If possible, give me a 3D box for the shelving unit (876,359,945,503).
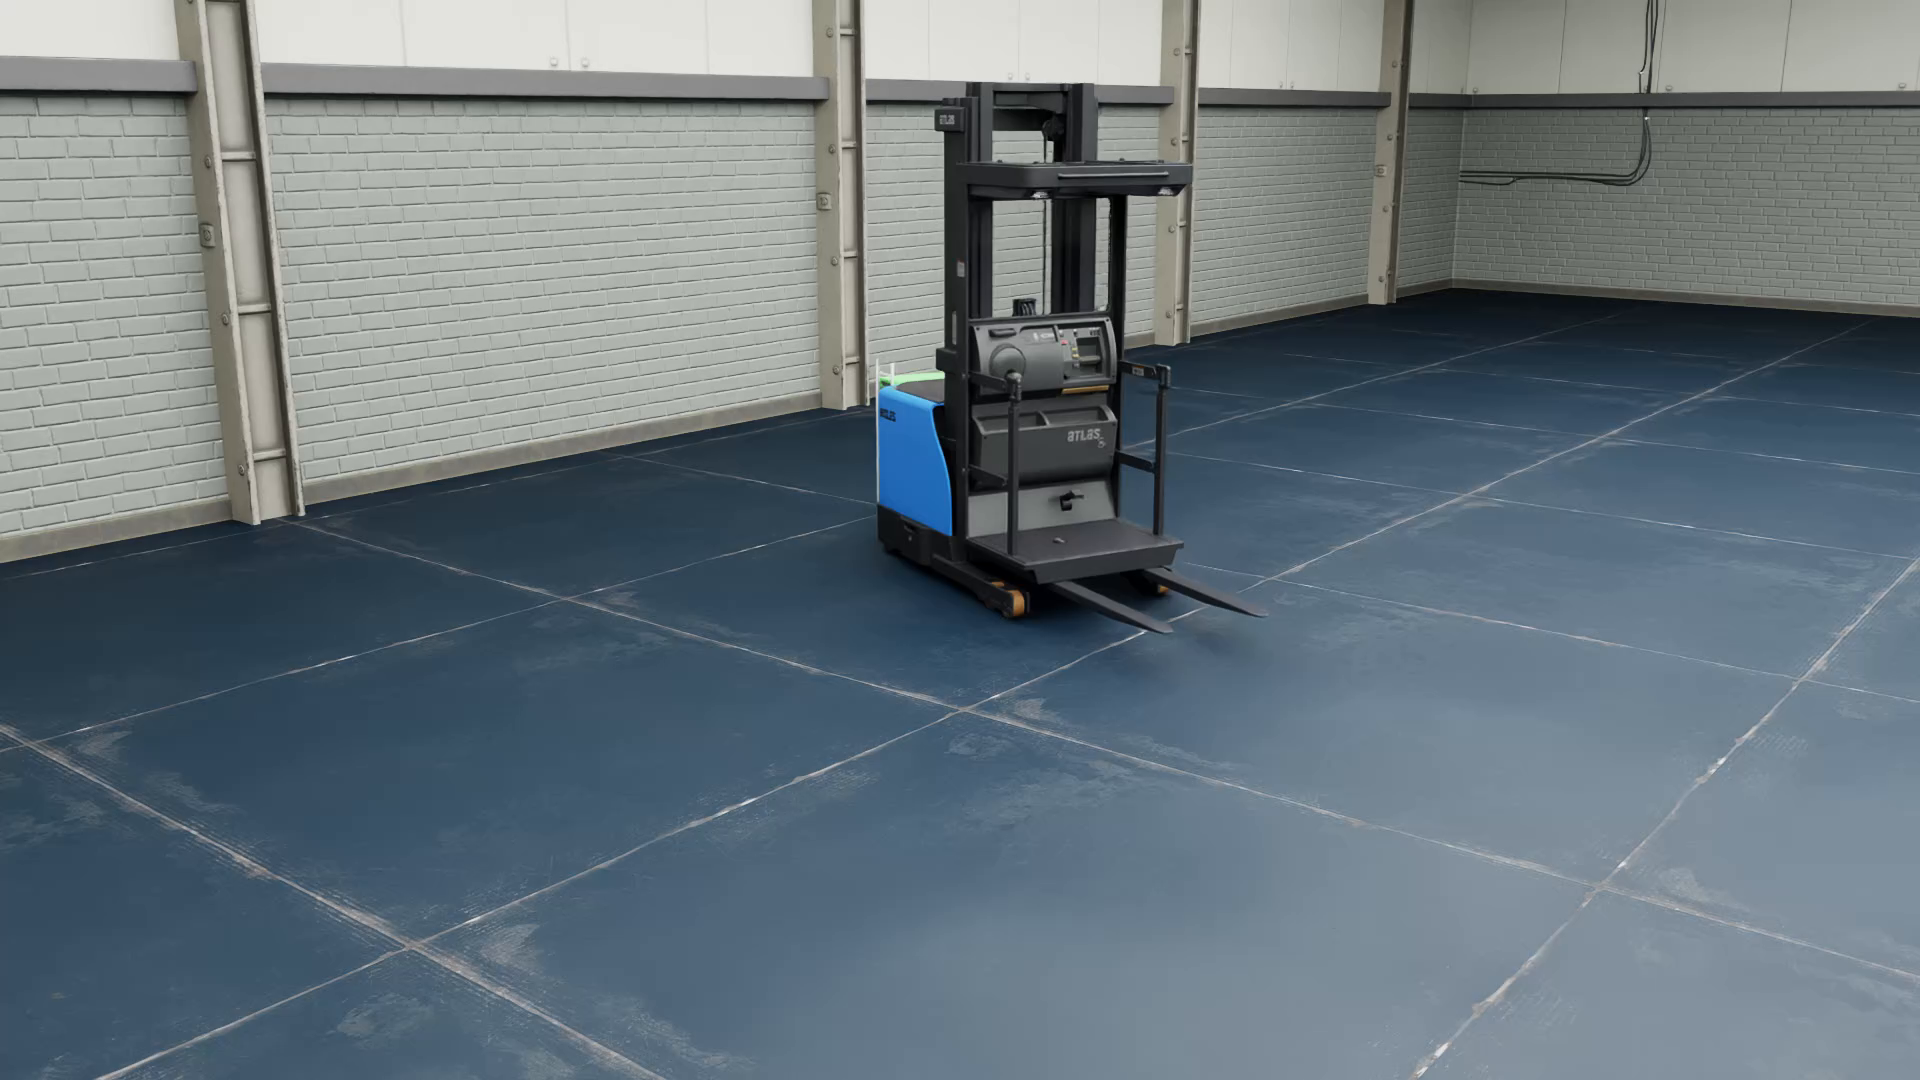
[{"bbox_3d":[-0.277,-0.611,11.092,0.503,1.200,0.258,-8,16,-28],"label":"shelving unit"}]

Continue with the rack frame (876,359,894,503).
[{"bbox_3d":[-0.491,-0.582,10.978,0.015,1.200,0.240,-8,16,-28],"label":"rack frame"}]

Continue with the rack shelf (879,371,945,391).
[{"bbox_3d":[-0.277,-1.015,10.990,0.480,0.148,0.258,-8,16,-28],"label":"rack shelf"}]

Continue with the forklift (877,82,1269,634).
[{"bbox_3d":[0.604,-1.103,9.513,1.130,2.935,3.031,-8,16,-27],"label":"forklift"}]

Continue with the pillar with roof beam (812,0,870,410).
[{"bbox_3d":[2.222,-5.010,12.568,9.100,9.000,0.400,11,18,38],"label":"pillar with roof beam"}]

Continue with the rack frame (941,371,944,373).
[{"bbox_3d":[-0.063,-0.640,11.206,0.015,1.200,0.240,-8,16,-28],"label":"rack frame"}]

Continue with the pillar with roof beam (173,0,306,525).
[{"bbox_3d":[-1.549,-3.861,8.045,9.100,9.000,0.400,11,18,38],"label":"pillar with roof beam"}]

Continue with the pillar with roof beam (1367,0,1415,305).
[{"bbox_3d":[9.764,-7.308,21.614,9.100,9.000,0.400,11,18,38],"label":"pillar with roof beam"}]

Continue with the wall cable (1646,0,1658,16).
[{"bbox_3d":[11.400,-8.858,23.765,3.097,2.526,0.112,11,18,38],"label":"wall cable"}]

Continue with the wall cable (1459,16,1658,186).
[{"bbox_3d":[9.296,-6.829,26.034,3.097,2.526,0.112,11,18,38],"label":"wall cable"}]

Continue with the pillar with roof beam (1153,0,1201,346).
[{"bbox_3d":[5.993,-6.159,17.091,9.100,9.000,0.400,11,18,38],"label":"pillar with roof beam"}]
